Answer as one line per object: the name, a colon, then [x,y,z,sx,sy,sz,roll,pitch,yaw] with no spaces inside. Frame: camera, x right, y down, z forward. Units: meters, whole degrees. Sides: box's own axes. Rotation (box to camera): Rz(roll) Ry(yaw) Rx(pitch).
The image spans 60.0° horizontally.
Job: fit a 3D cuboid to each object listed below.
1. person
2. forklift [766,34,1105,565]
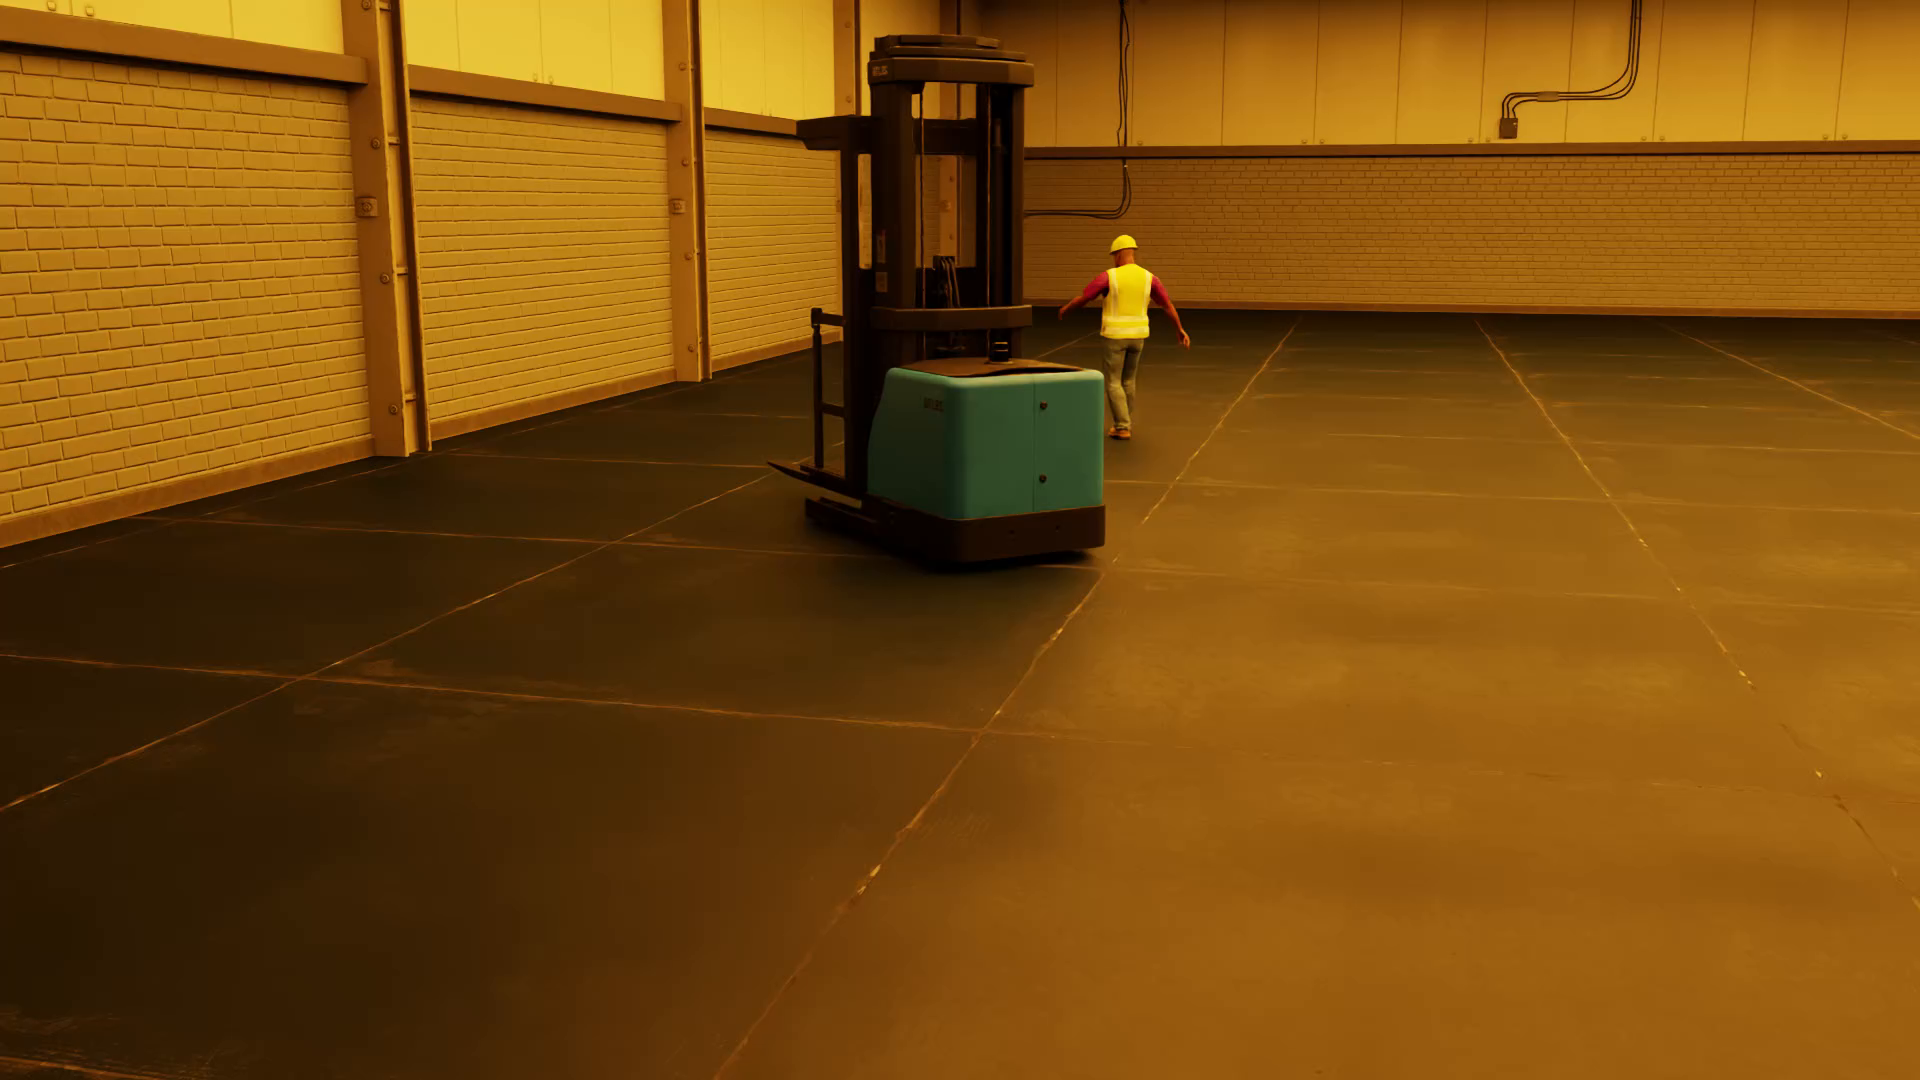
person: [1.446,-1.786,14.560,1.025,1.742,0.756,-4,12,-17]
forklift: [-0.328,-1.544,10.310,1.130,2.935,3.031,-6,13,-29]
